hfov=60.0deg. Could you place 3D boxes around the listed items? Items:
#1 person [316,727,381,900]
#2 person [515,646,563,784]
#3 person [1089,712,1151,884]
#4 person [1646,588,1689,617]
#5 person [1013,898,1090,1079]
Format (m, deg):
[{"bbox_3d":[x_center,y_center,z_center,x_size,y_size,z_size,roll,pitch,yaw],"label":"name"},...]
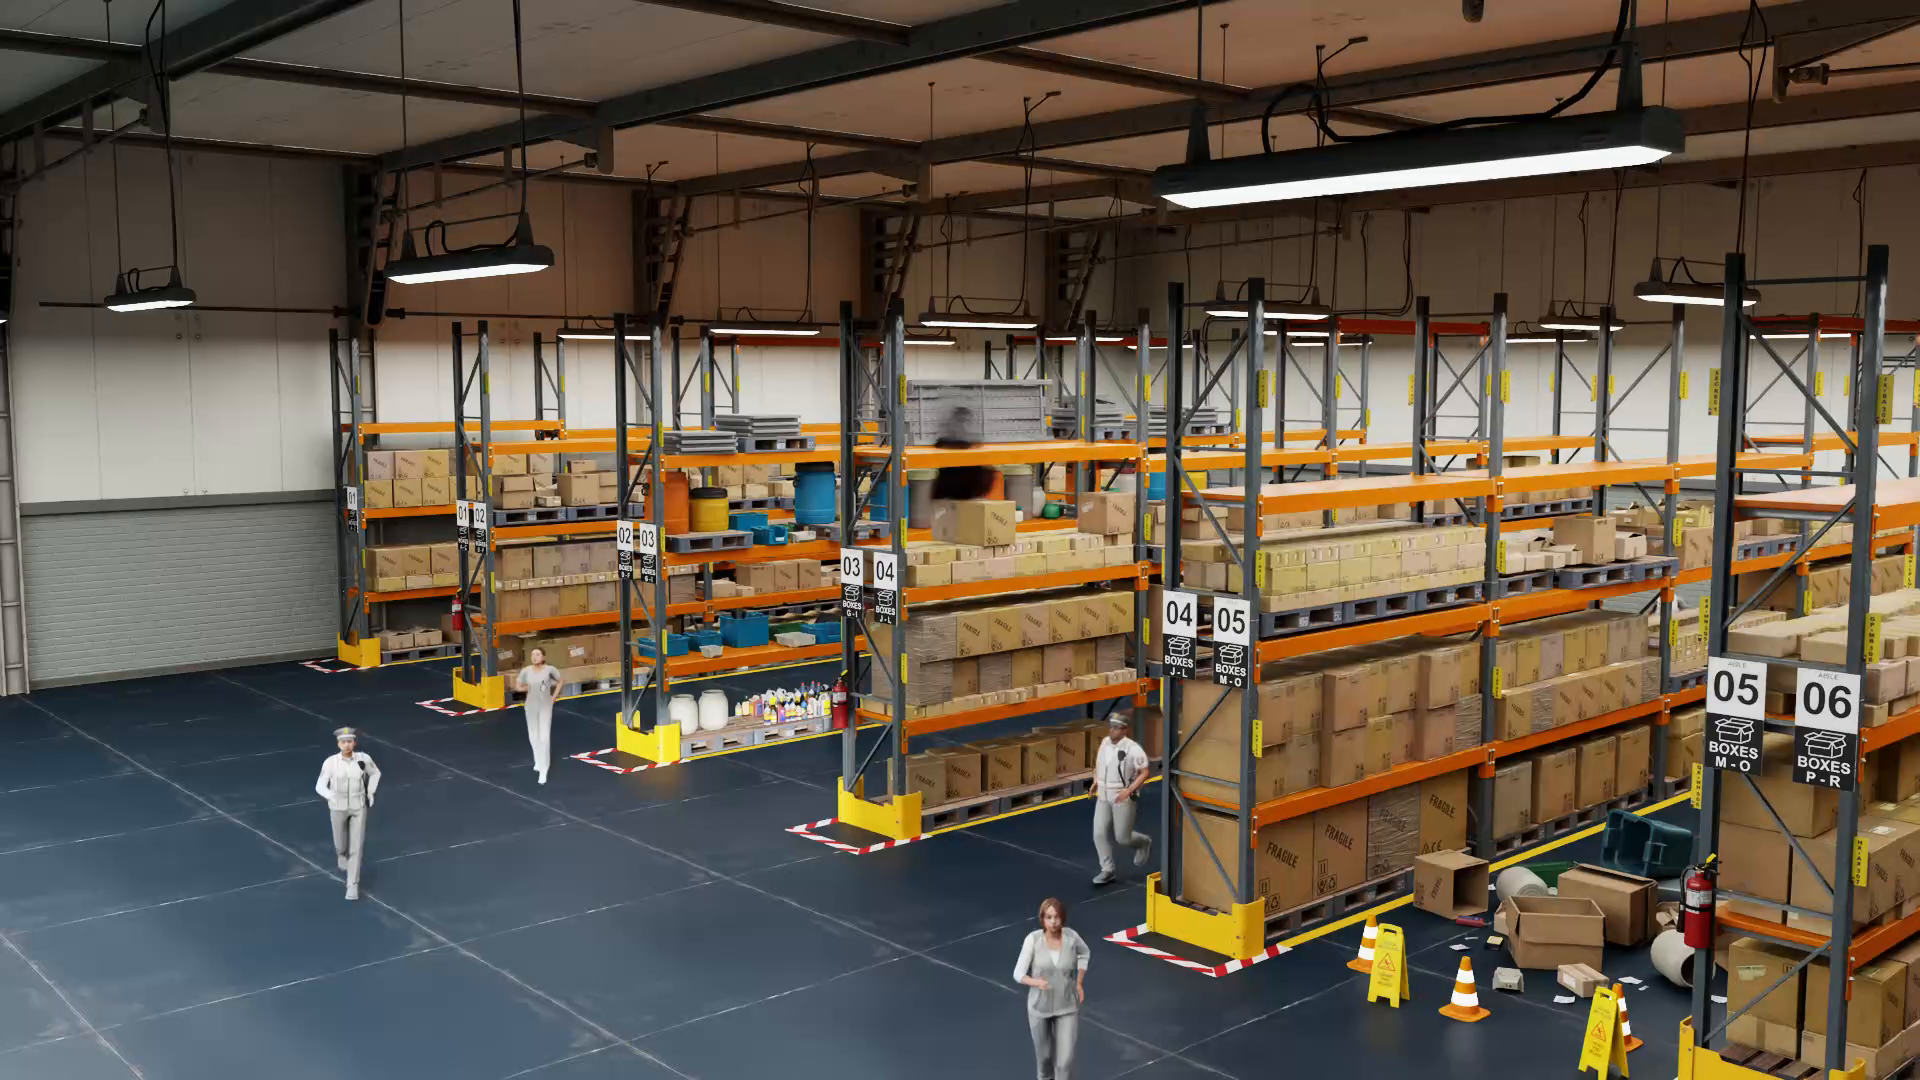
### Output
[{"bbox_3d":[-6.094,2.680,16.611,0.618,1.669,0.890,-2,6,-22],"label":"person"},{"bbox_3d":[-5.428,2.215,21.381,0.567,1.724,0.767,0,6,2],"label":"person"},{"bbox_3d":[1.633,2.609,17.045,0.699,1.738,0.771,5,7,40],"label":"person"},{"bbox_3d":[12.044,1.524,28.298,0.699,1.707,0.536,2,6,19],"label":"person"},{"bbox_3d":[0.629,3.232,11.369,0.531,1.621,0.805,0,6,1],"label":"person"}]
